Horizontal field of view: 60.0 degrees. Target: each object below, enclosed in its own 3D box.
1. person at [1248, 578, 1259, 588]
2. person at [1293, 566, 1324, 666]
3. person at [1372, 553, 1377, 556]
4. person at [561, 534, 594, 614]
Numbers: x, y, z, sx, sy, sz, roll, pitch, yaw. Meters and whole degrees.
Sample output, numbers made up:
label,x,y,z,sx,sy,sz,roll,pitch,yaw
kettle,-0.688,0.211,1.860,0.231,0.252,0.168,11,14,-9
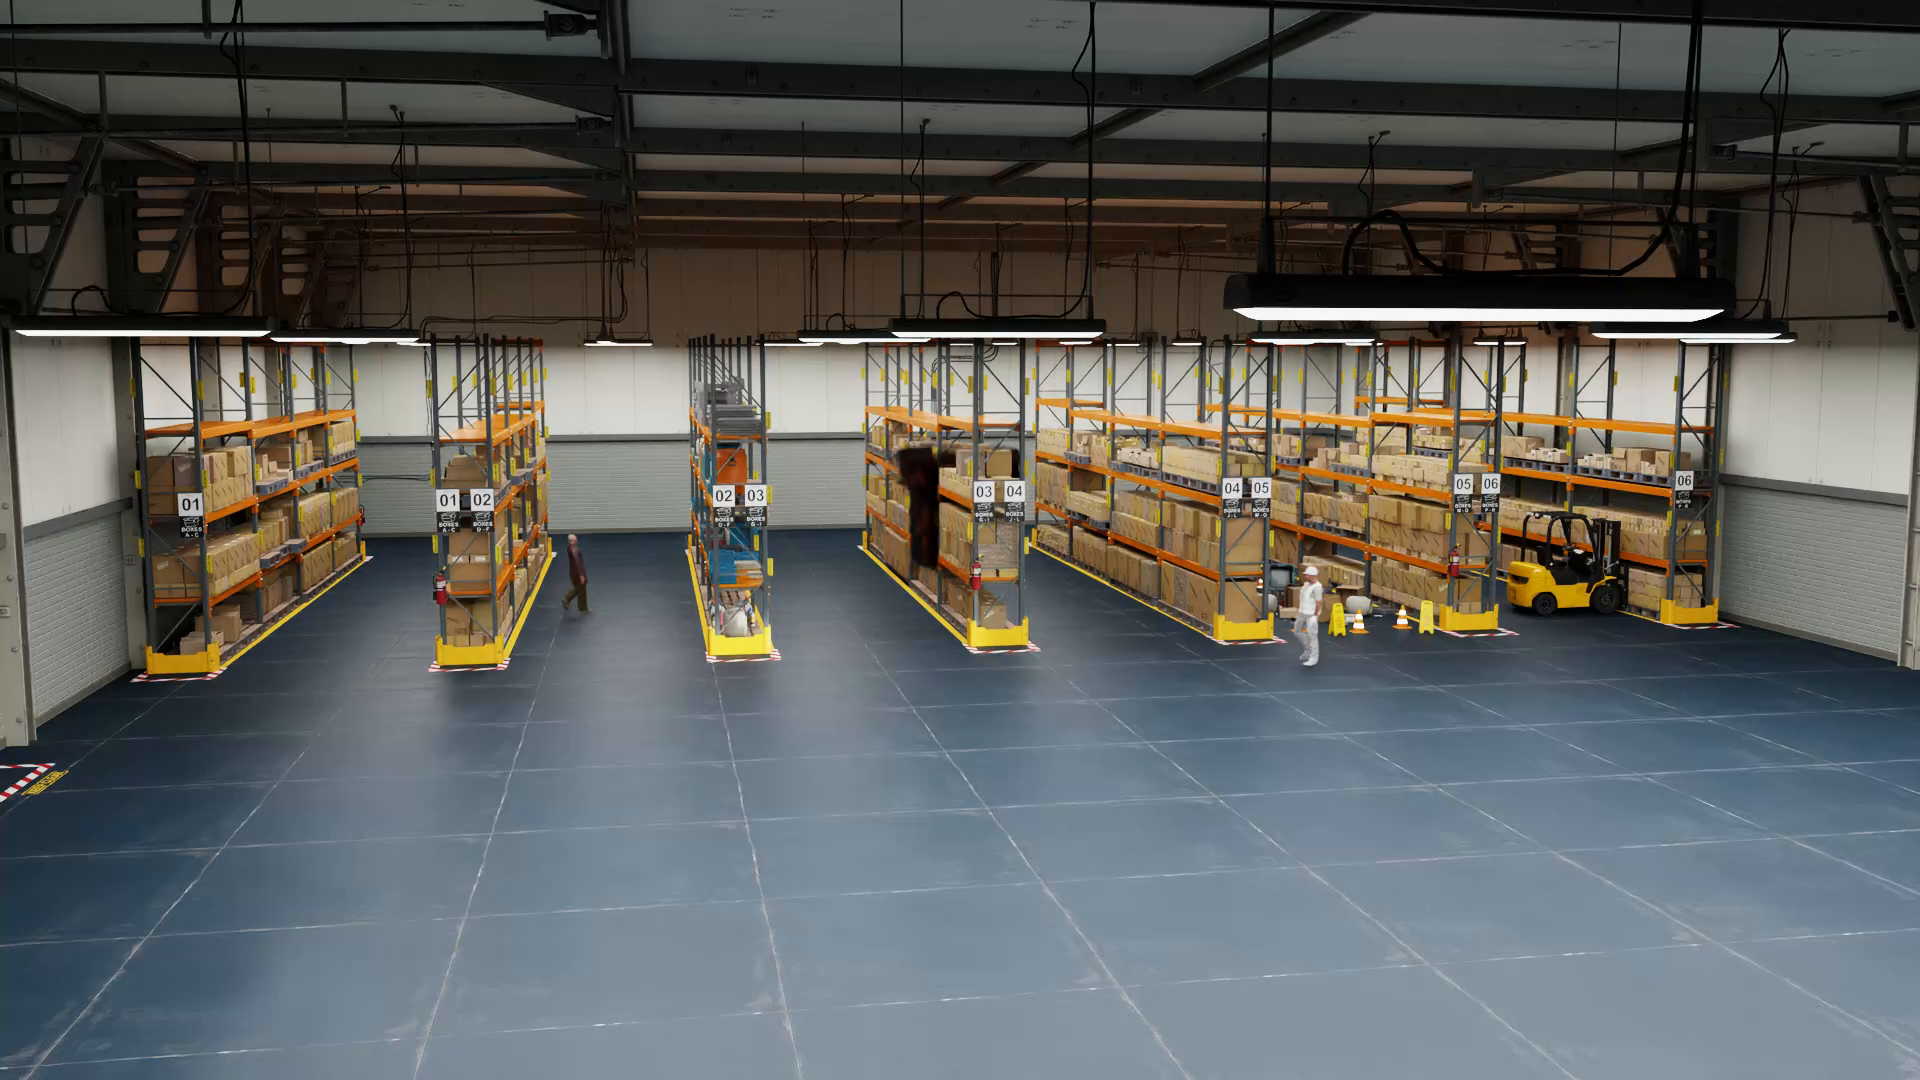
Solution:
label,x,y,z,sx,sy,sz,roll,pitch,yaw
person,6.978,0.338,39.842,0.418,1.675,0.470,1,7,12
person,6.352,1.360,30.281,0.490,1.786,0.635,-3,7,-26
person,11.499,-0.350,46.164,0.379,1.602,0.449,0,7,-4
person,-8.253,0.737,35.944,0.725,1.758,0.622,-5,8,-35
